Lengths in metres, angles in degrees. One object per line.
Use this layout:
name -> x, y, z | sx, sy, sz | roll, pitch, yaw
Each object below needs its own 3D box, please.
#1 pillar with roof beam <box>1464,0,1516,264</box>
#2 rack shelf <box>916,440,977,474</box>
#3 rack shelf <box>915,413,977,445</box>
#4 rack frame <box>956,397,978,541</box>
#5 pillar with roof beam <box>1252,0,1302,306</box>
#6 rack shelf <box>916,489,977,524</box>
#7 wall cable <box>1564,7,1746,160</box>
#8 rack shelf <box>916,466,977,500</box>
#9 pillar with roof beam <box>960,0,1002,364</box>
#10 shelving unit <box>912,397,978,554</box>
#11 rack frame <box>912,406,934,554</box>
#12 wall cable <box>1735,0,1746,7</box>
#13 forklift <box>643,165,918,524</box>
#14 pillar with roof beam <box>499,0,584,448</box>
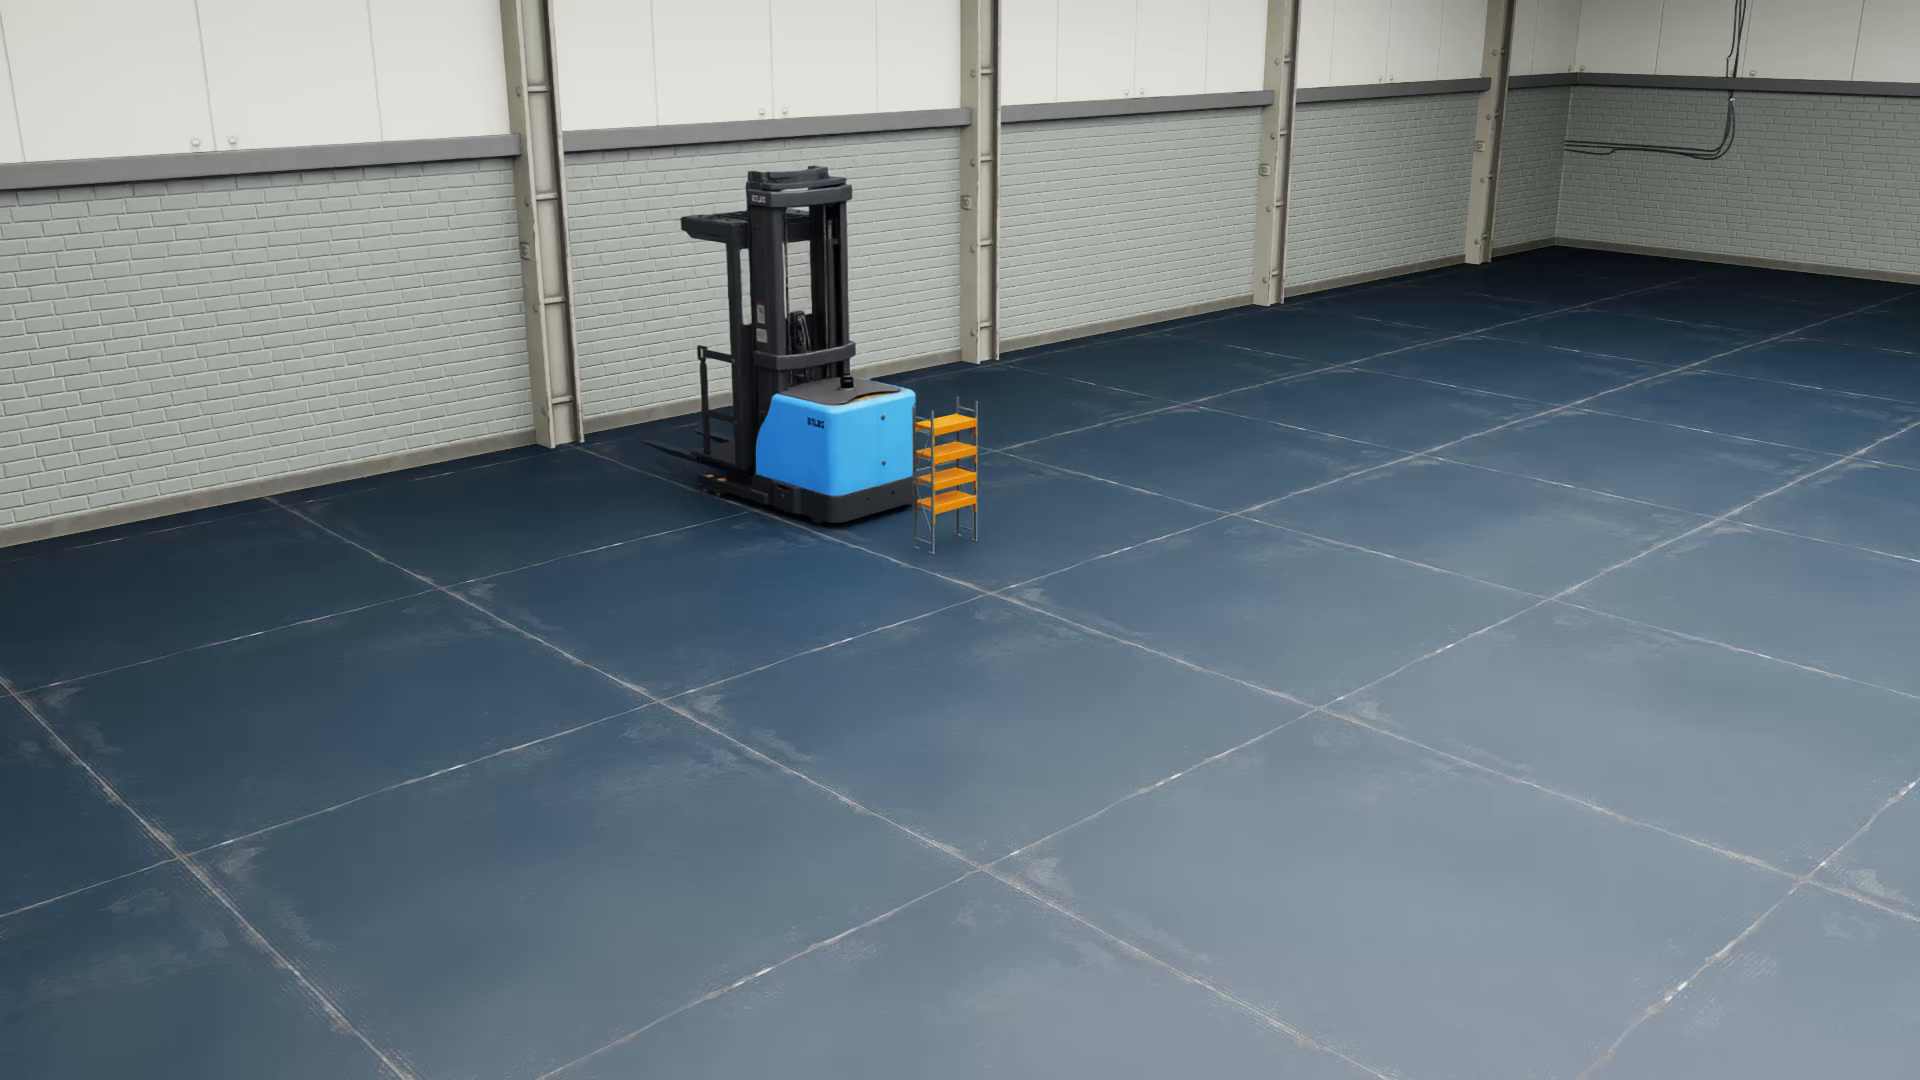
pillar with roof beam -> 11.927, -8.135, 24.486 | 0.400, 9.000, 9.100 | -16, 24, -41
rack shelf -> -0.120, -0.684, 13.643 | 0.480, 0.148, 0.258 | -16, 24, -41
rack shelf -> -0.120, -0.909, 13.570 | 0.480, 0.148, 0.258 | -16, 24, -41
rack frame -> 0.057, -0.587, 13.851 | 0.015, 1.200, 0.240 | -16, 24, -41
pillar with roof beam -> 7.567, -6.864, 20.564 | 0.400, 9.000, 9.100 | -16, 24, -41
rack shelf -> -0.120, -0.283, 13.773 | 0.480, 0.148, 0.258 | -16, 24, -41
wall cable -> 12.018, -7.951, 28.951 | 0.112, 2.526, 3.097 | -16, 24, -41
rack shelf -> -0.120, -0.472, 13.712 | 0.480, 0.148, 0.258 | -16, 24, -41
pillar with roof beam -> 3.208, -5.592, 16.643 | 0.400, 9.000, 9.100 | -16, 24, -41
shelving unit -> -0.120, -0.536, 13.691 | 0.503, 1.200, 0.258 | -16, 24, -41
rack frame -> -0.298, -0.484, 13.532 | 0.015, 1.200, 0.240 | -16, 24, -41
wall cable -> 13.877, -9.747, 26.303 | 0.112, 2.526, 3.097 | -16, 24, -41
forklift -> -1.783, -1.896, 15.081 | 3.031, 2.935, 1.130 | 17, 24, 42
pillar with roof beam -> -1.152, -4.321, 12.722 | 0.400, 9.000, 9.100 | -16, 24, -41
